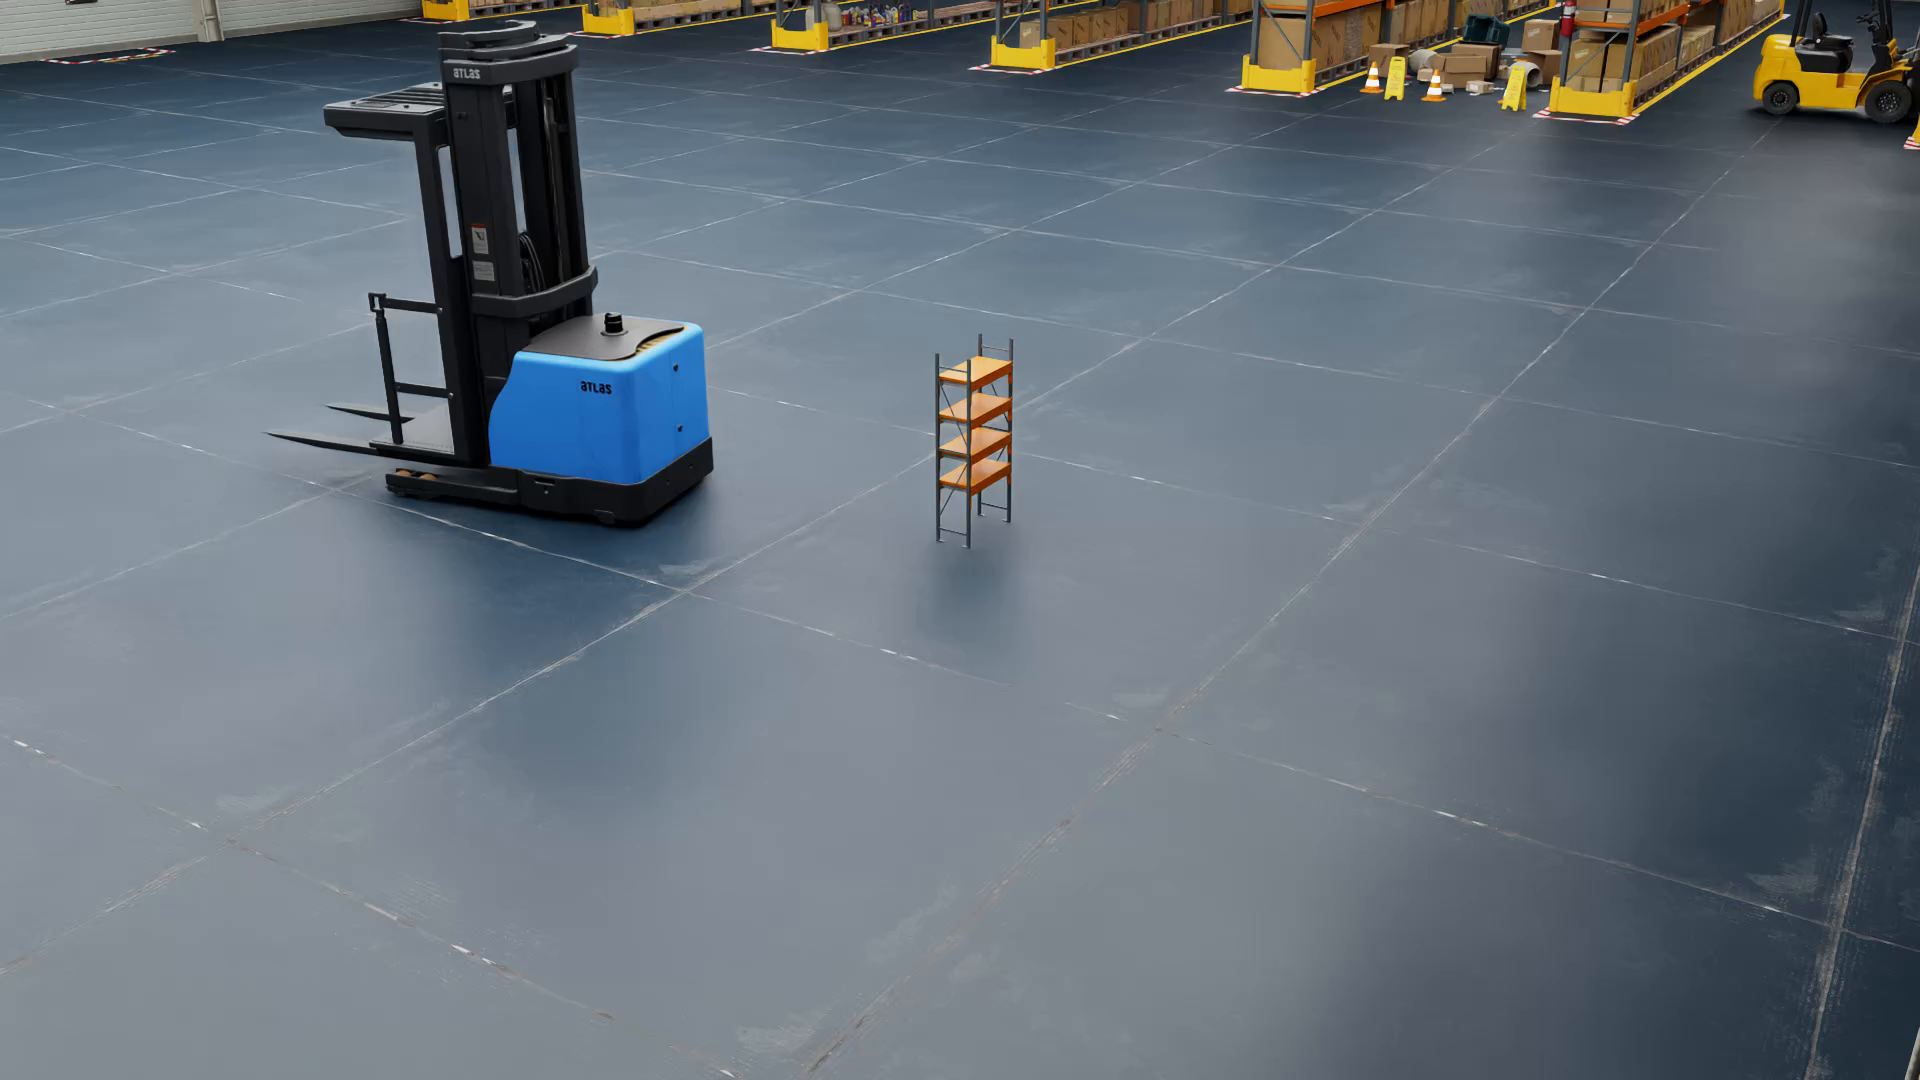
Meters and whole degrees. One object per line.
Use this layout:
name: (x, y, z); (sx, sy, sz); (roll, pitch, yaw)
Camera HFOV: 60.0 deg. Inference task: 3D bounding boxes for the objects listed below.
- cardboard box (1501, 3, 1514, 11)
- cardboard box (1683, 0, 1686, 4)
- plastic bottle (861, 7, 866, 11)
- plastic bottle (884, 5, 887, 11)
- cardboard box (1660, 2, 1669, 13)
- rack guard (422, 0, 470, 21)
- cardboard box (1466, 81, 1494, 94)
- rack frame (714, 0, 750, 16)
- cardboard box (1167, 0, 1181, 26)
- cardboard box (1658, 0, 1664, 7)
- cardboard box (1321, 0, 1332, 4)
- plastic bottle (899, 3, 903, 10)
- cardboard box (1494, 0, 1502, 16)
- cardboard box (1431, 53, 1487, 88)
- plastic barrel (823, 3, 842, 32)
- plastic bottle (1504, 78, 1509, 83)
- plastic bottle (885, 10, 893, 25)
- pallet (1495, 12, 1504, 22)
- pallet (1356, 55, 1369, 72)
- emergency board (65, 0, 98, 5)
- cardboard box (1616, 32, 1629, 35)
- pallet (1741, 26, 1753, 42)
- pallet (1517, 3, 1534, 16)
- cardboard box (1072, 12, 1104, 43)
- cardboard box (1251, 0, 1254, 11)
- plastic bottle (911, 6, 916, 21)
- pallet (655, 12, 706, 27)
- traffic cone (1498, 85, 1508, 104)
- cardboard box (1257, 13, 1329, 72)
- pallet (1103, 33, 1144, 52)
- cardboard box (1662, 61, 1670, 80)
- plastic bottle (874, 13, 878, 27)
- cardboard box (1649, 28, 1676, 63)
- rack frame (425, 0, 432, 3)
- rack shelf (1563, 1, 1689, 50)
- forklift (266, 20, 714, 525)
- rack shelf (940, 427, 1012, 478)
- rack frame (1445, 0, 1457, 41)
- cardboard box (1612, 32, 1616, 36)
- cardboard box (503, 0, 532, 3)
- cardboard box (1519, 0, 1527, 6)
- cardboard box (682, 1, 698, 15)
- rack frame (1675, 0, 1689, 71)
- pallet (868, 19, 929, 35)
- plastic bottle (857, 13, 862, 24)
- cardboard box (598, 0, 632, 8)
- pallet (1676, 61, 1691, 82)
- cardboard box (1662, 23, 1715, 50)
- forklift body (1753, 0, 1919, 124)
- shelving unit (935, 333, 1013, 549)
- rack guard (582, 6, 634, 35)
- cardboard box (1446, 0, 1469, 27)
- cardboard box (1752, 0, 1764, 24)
cardboard box: (12.049, -11.828, 36.858); (0.380, 0.149, 0.250); (13, 26, 27)
cardboard box: (11.712, -8.898, 27.343); (0.380, 0.149, 0.250); (14, 27, 28)
plastic bottle: (-2.004, -10.959, 34.655); (0.061, 0.283, 0.133); (15, 28, 31)
plastic bottle: (-1.601, -11.103, 34.986); (0.061, 0.283, 0.133); (14, 27, 29)
cardboard box: (10.914, -8.379, 26.147); (0.380, 0.149, 0.250); (14, 27, 29)
rack guard: (-11.490, -11.904, 37.120); (1.175, 0.500, 0.348); (14, 27, 29)
cardboard box: (8.488, -7.392, 27.139); (0.250, 0.149, 0.380); (-12, 26, -26)
rack frame: (-5.210, -13.339, 37.287); (1.000, 3.000, 0.127); (14, 27, 29)
cardboard box: (4.108, -10.865, 34.166); (0.700, 0.500, 0.500); (11, 26, 24)
cardboard box: (10.537, -8.467, 25.532); (0.500, 0.500, 0.500); (13, 27, 28)
cardboard box: (5.683, -9.232, 27.611); (0.875, 0.550, 0.550); (14, 27, 29)
plastic bottle: (-1.221, -11.039, 34.754); (0.144, 0.351, 0.185); (14, 27, 29)
cardboard box: (11.408, -11.631, 35.960); (0.500, 0.500, 0.500); (13, 27, 28)
cardboard box: (8.289, -7.813, 27.664); (0.797, 0.503, 0.637); (-3, 24, -7)
plastic barrel: (-2.567, -10.408, 33.120); (0.421, 0.512, 0.421); (0, 23, 0)
plastic bottle: (9.349, -7.794, 28.177); (0.133, 0.061, 0.283); (20, 30, 38)
plastic bottle: (-1.459, -10.746, 34.172); (0.152, 0.276, 0.135); (14, 27, 30)
pallet: (11.175, -11.346, 36.193); (1.003, 0.211, 1.213); (14, 27, 29)
pallet: (6.897, -8.668, 30.008); (1.003, 0.211, 1.213); (14, 27, 29)
emergency board: (-16.417, -10.593, 30.944); (0.157, 1.169, 0.626); (14, 27, 29)
cardboard box: (10.535, -7.960, 26.850); (0.500, 0.500, 0.500); (15, 28, 32)
pallet: (15.500, -10.329, 33.845); (1.003, 0.211, 1.213); (14, 27, 29)
pallet: (12.551, -12.256, 38.296); (1.003, 0.211, 1.213); (14, 27, 29)
cardboard box: (2.402, -9.760, 31.637); (0.500, 0.500, 0.500); (11, 26, 24)
cardboard box: (6.172, -12.357, 37.165); (1.225, 0.875, 0.875); (14, 27, 29)
plastic bottle: (-0.977, -11.024, 34.804); (0.061, 0.283, 0.133); (15, 28, 32)
pallet: (-6.308, -11.386, 36.287); (1.003, 0.211, 1.213); (14, 27, 29)
traffic cone: (8.644, -7.086, 26.037); (0.336, 0.463, 0.334); (14, 27, 29)
cardboard box: (5.556, -8.299, 27.790); (0.875, 0.875, 0.875); (14, 27, 29)
pallet: (2.880, -9.748, 32.502); (1.003, 0.211, 1.213); (14, 27, 29)
cardboard box: (11.267, -7.678, 27.143); (0.500, 0.250, 0.500); (13, 27, 28)
plastic bottle: (-1.712, -10.562, 33.753); (0.097, 0.271, 0.097); (0, 23, 0)
cardboard box: (11.272, -8.032, 27.017); (0.500, 0.500, 0.500); (14, 27, 30)
rack frame: (-11.531, -13.026, 36.564); (1.000, 3.000, 0.127); (14, 27, 29)
rack shelf: (10.568, -8.180, 26.275); (1.077, 0.370, 4.000); (14, 27, 29)
forklift: (-3.224, -1.791, 10.698); (3.031, 2.935, 1.130); (8, 25, 19)
rack shelf: (0.087, -0.545, 10.167); (0.258, 0.148, 0.480); (14, 27, 29)
rack frame: (9.474, -11.538, 33.128); (1.000, 3.000, 0.127); (14, 27, 29)
cardboard box: (10.126, -8.044, 26.227); (0.380, 0.149, 0.250); (15, 28, 31)
cardboard box: (-10.359, -12.725, 38.461); (0.700, 0.500, 0.500); (12, 26, 26)
cardboard box: (12.699, -12.275, 37.889); (0.380, 0.149, 0.250); (13, 27, 28)
cardboard box: (-6.056, -11.560, 36.111); (0.500, 0.250, 0.500); (14, 27, 29)
rack frame: (11.623, -9.185, 27.692); (1.000, 3.000, 0.127); (14, 27, 29)
pallet: (-1.394, -10.802, 34.937); (1.003, 0.211, 1.213); (14, 27, 29)
plastic bottle: (-2.079, -10.752, 34.279); (0.097, 0.201, 0.097); (0, 23, 0)
cardboard box: (-7.290, -11.507, 35.045); (0.500, 0.500, 0.500); (14, 27, 29)
pallet: (12.032, -8.169, 28.853); (1.003, 0.211, 1.213); (14, 27, 29)
cardboard box: (13.426, -9.333, 30.813); (0.950, 0.372, 0.625); (12, 26, 25)
forklift body: (13.182, -7.429, 24.703); (2.313, 2.155, 1.214); (14, 27, 29)
shelving unit: (0.087, -0.606, 10.141); (0.258, 1.200, 0.503); (14, 27, 29)
rack guard: (-7.333, -10.834, 34.647); (1.175, 0.500, 0.348); (14, 27, 29)
cardboard box: (10.064, -10.769, 33.969); (0.500, 0.500, 0.500); (13, 26, 27)
cardboard box: (16.265, -11.092, 34.792); (0.875, 0.438, 0.875); (13, 27, 28)
